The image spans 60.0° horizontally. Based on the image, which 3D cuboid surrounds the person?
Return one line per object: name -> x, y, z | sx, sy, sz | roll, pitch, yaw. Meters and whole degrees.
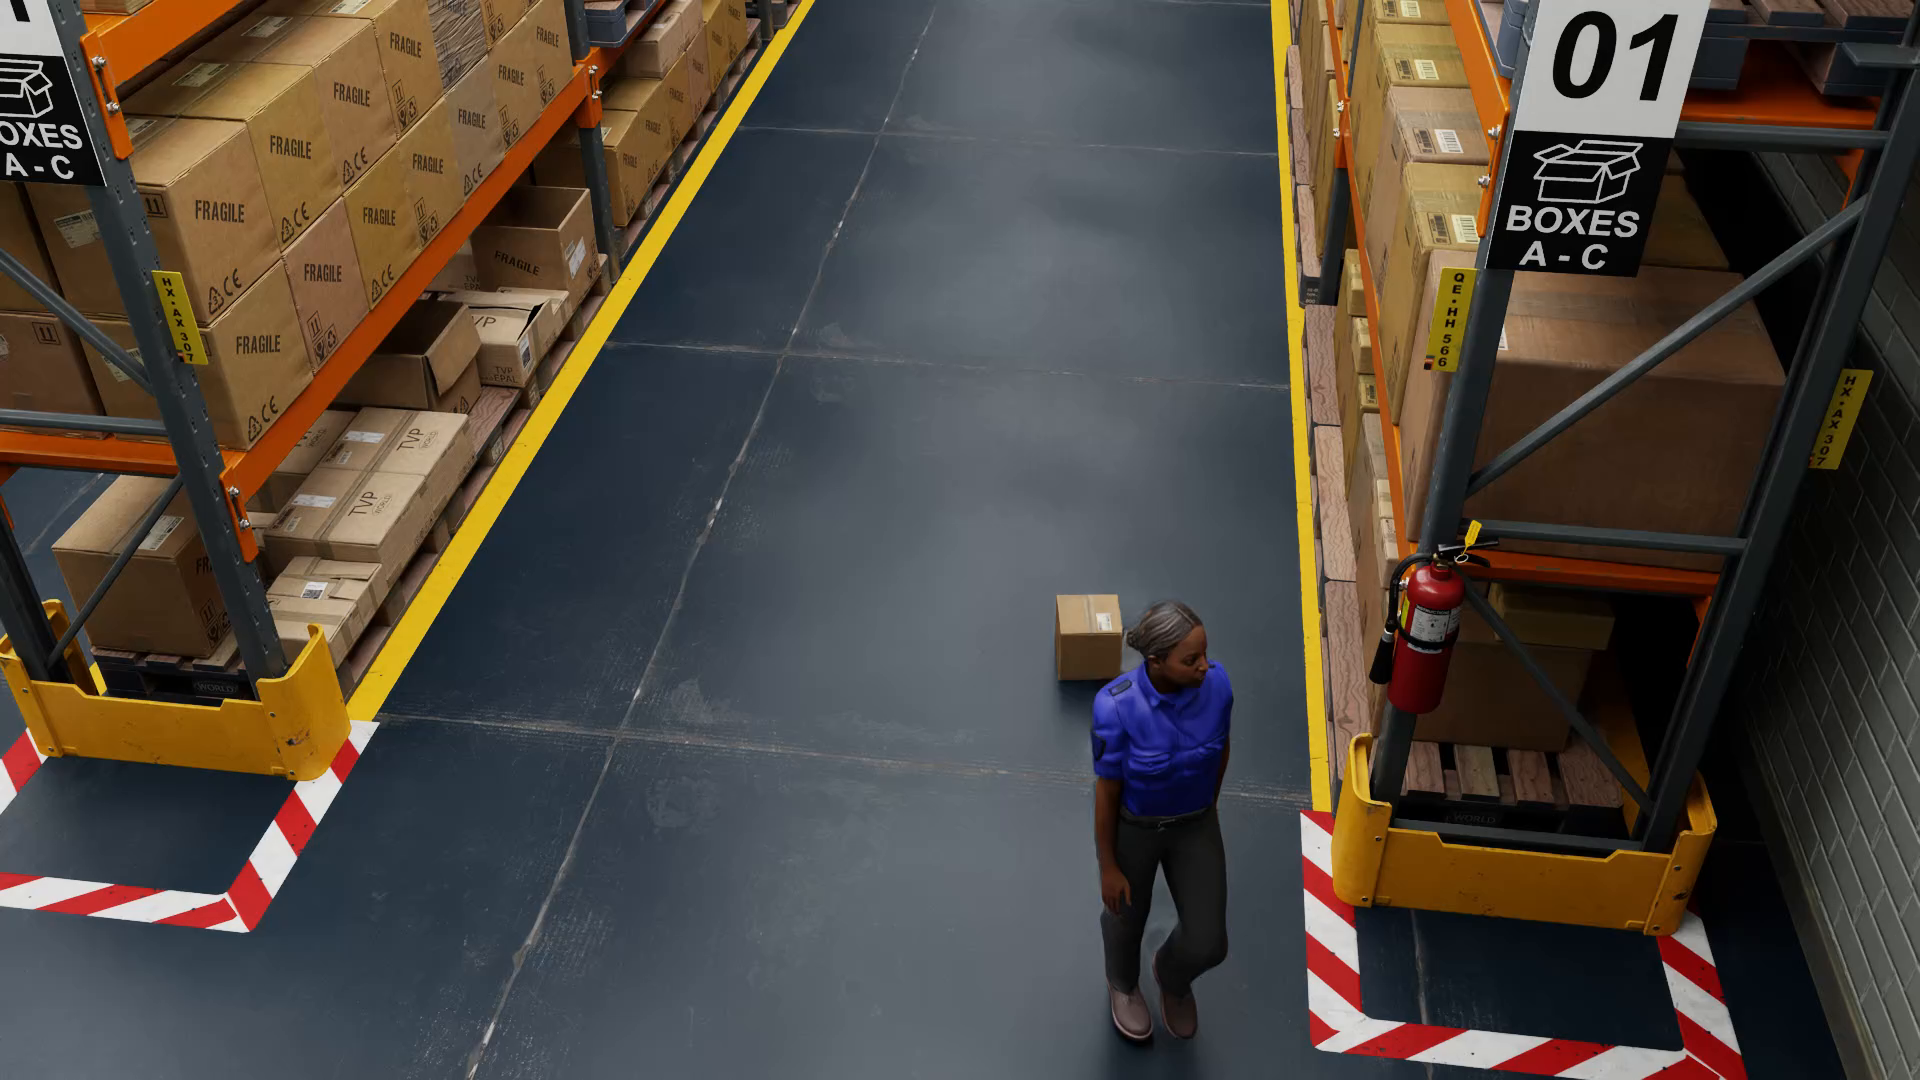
person -> 0.602, 0.907, 4.913 | 0.452, 1.706, 0.407 | -7, 37, -10
